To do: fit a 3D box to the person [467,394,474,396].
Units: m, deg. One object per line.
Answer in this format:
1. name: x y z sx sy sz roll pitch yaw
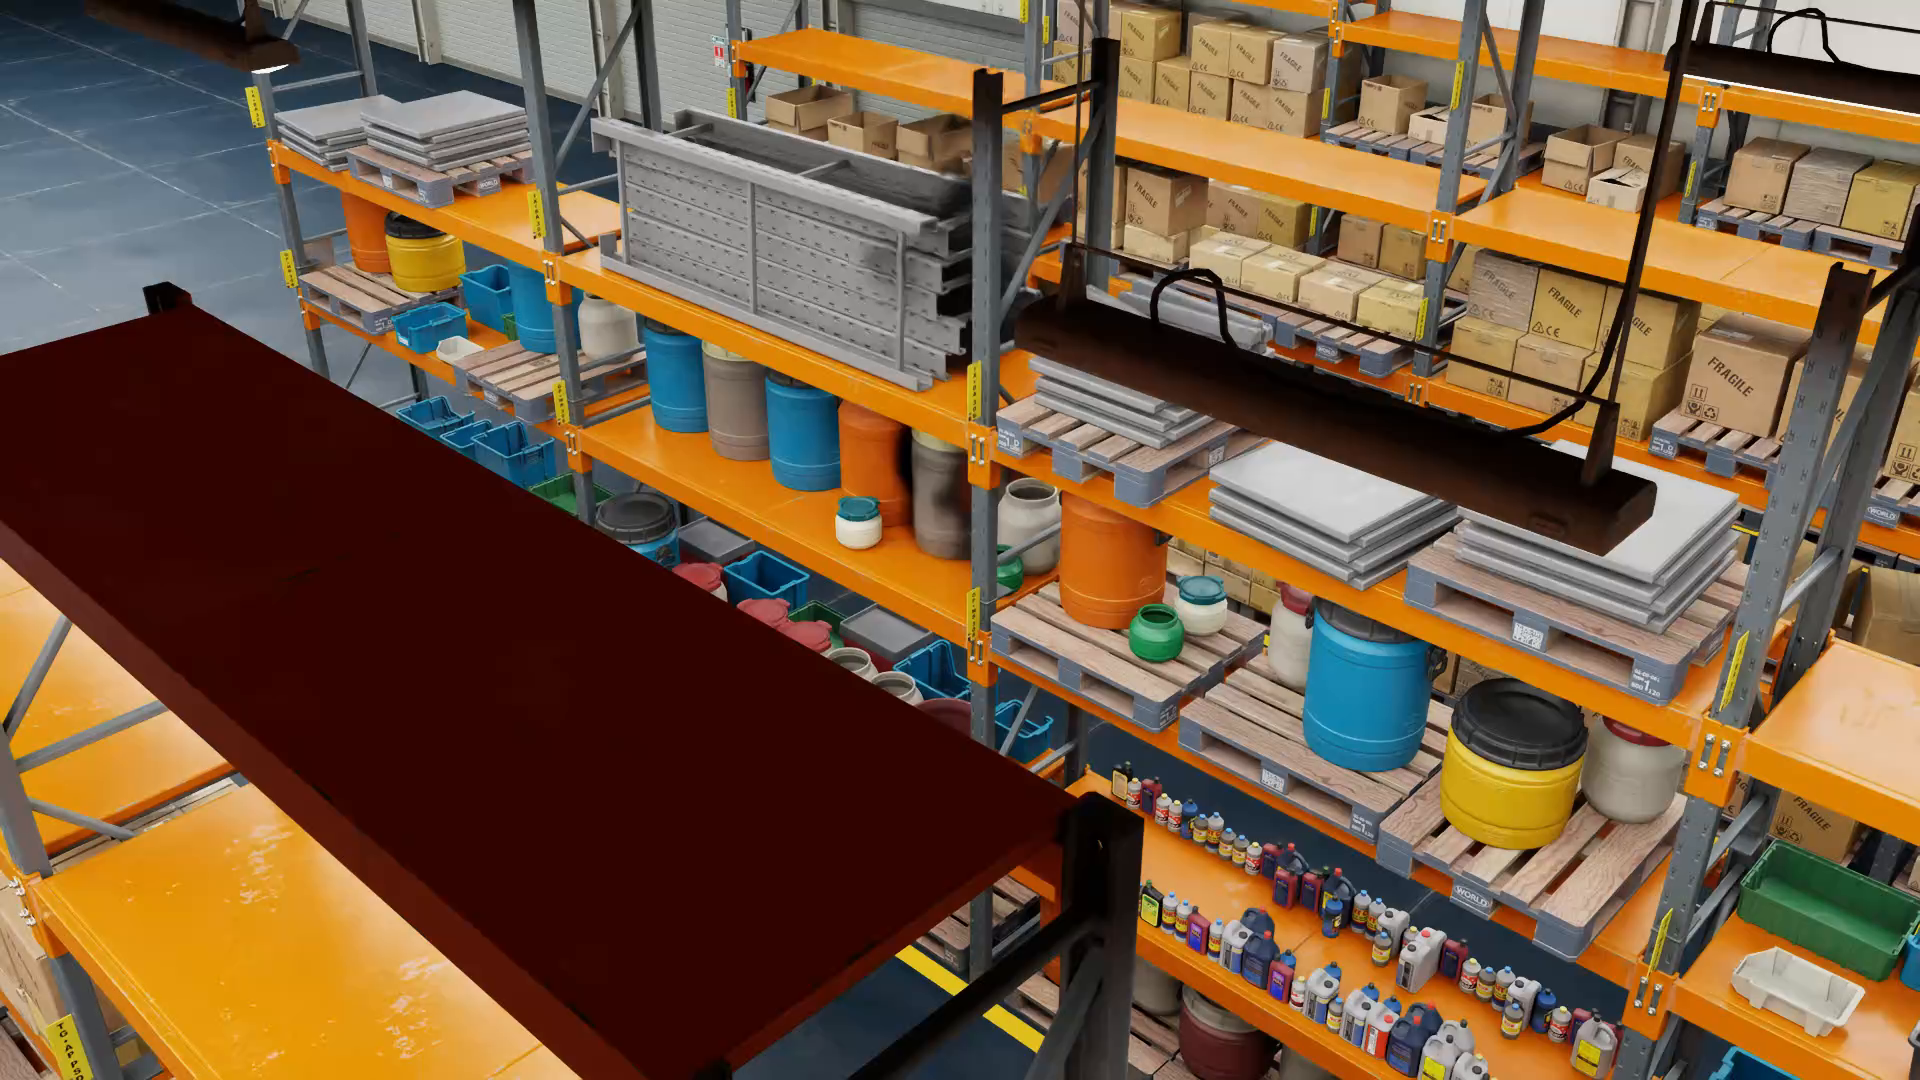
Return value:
1. person: -5.541 -2.357 18.863 0.531 1.558 0.552 -12 32 -21
